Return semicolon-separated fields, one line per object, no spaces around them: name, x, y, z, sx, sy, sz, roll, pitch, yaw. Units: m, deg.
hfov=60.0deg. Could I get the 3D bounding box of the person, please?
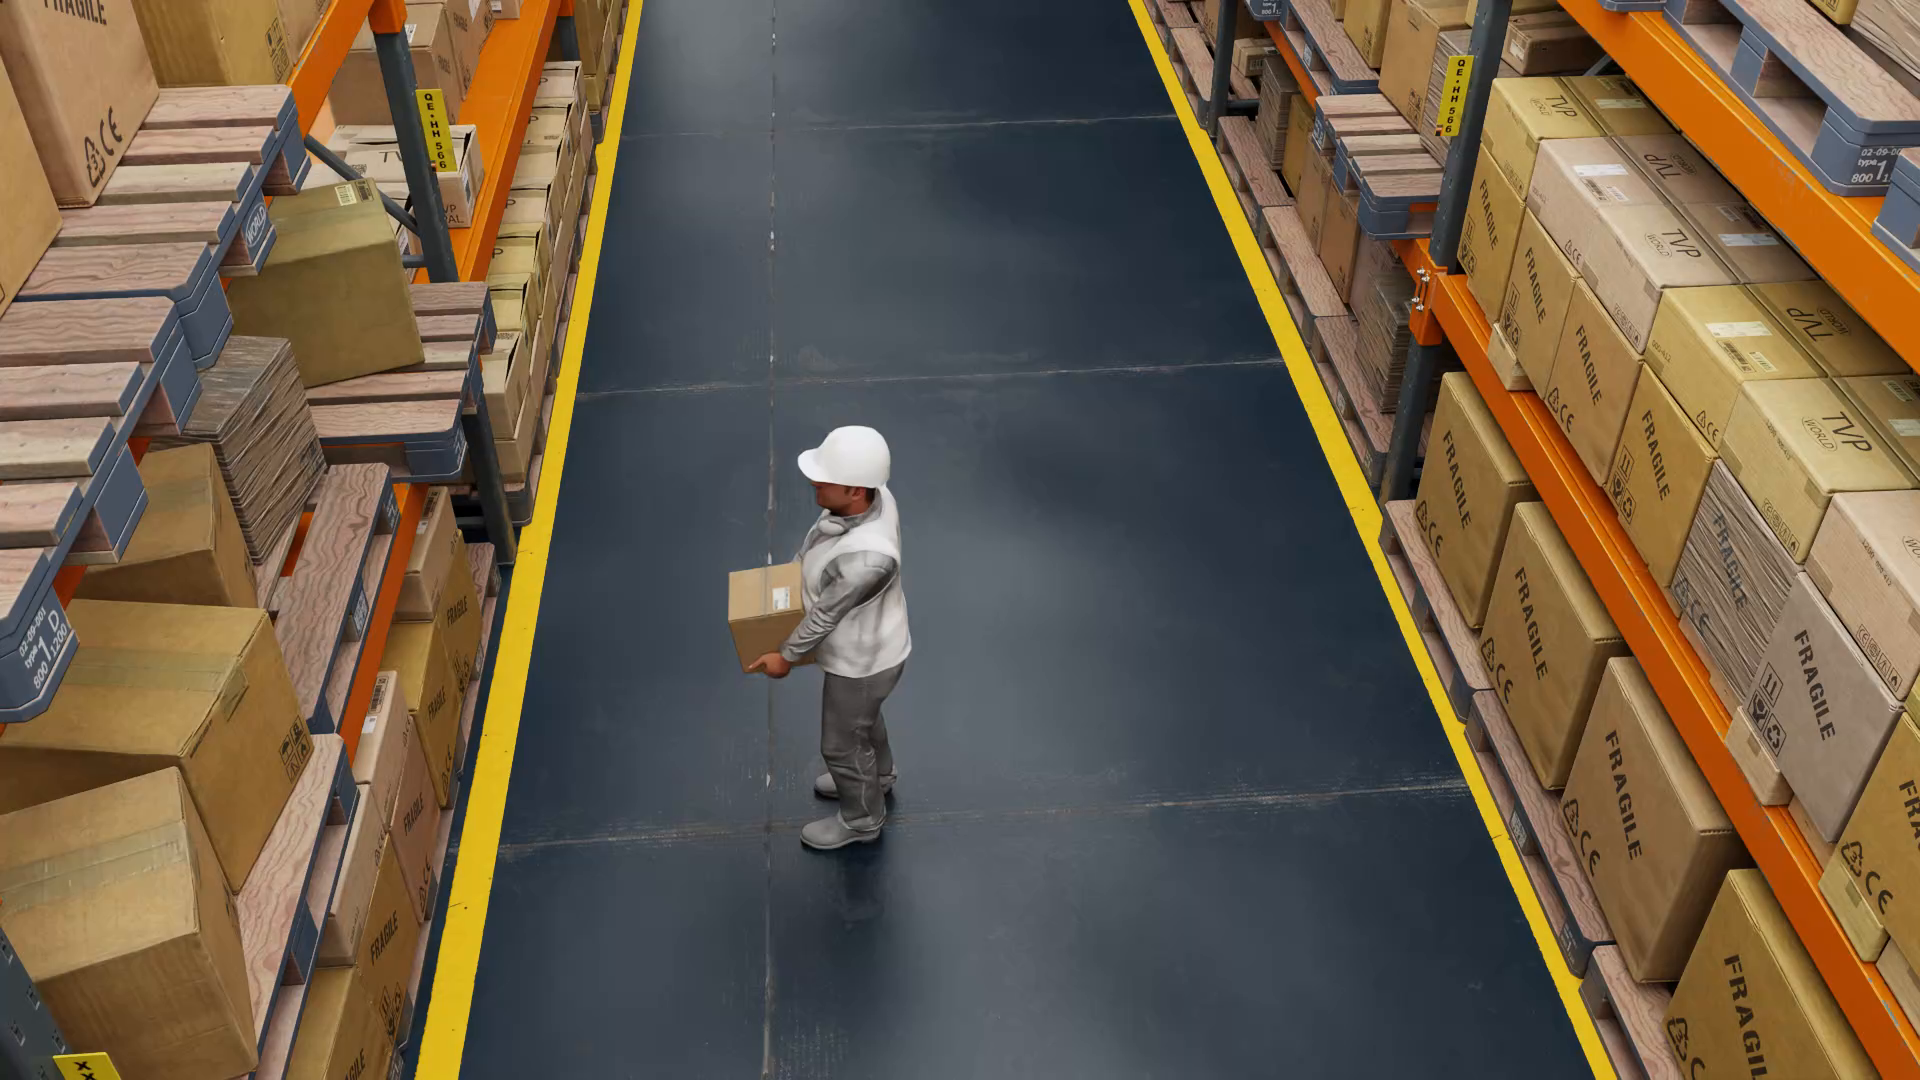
person;-0.444;0.356;5.695;0.550;1.772;0.495;-3;39;-4
